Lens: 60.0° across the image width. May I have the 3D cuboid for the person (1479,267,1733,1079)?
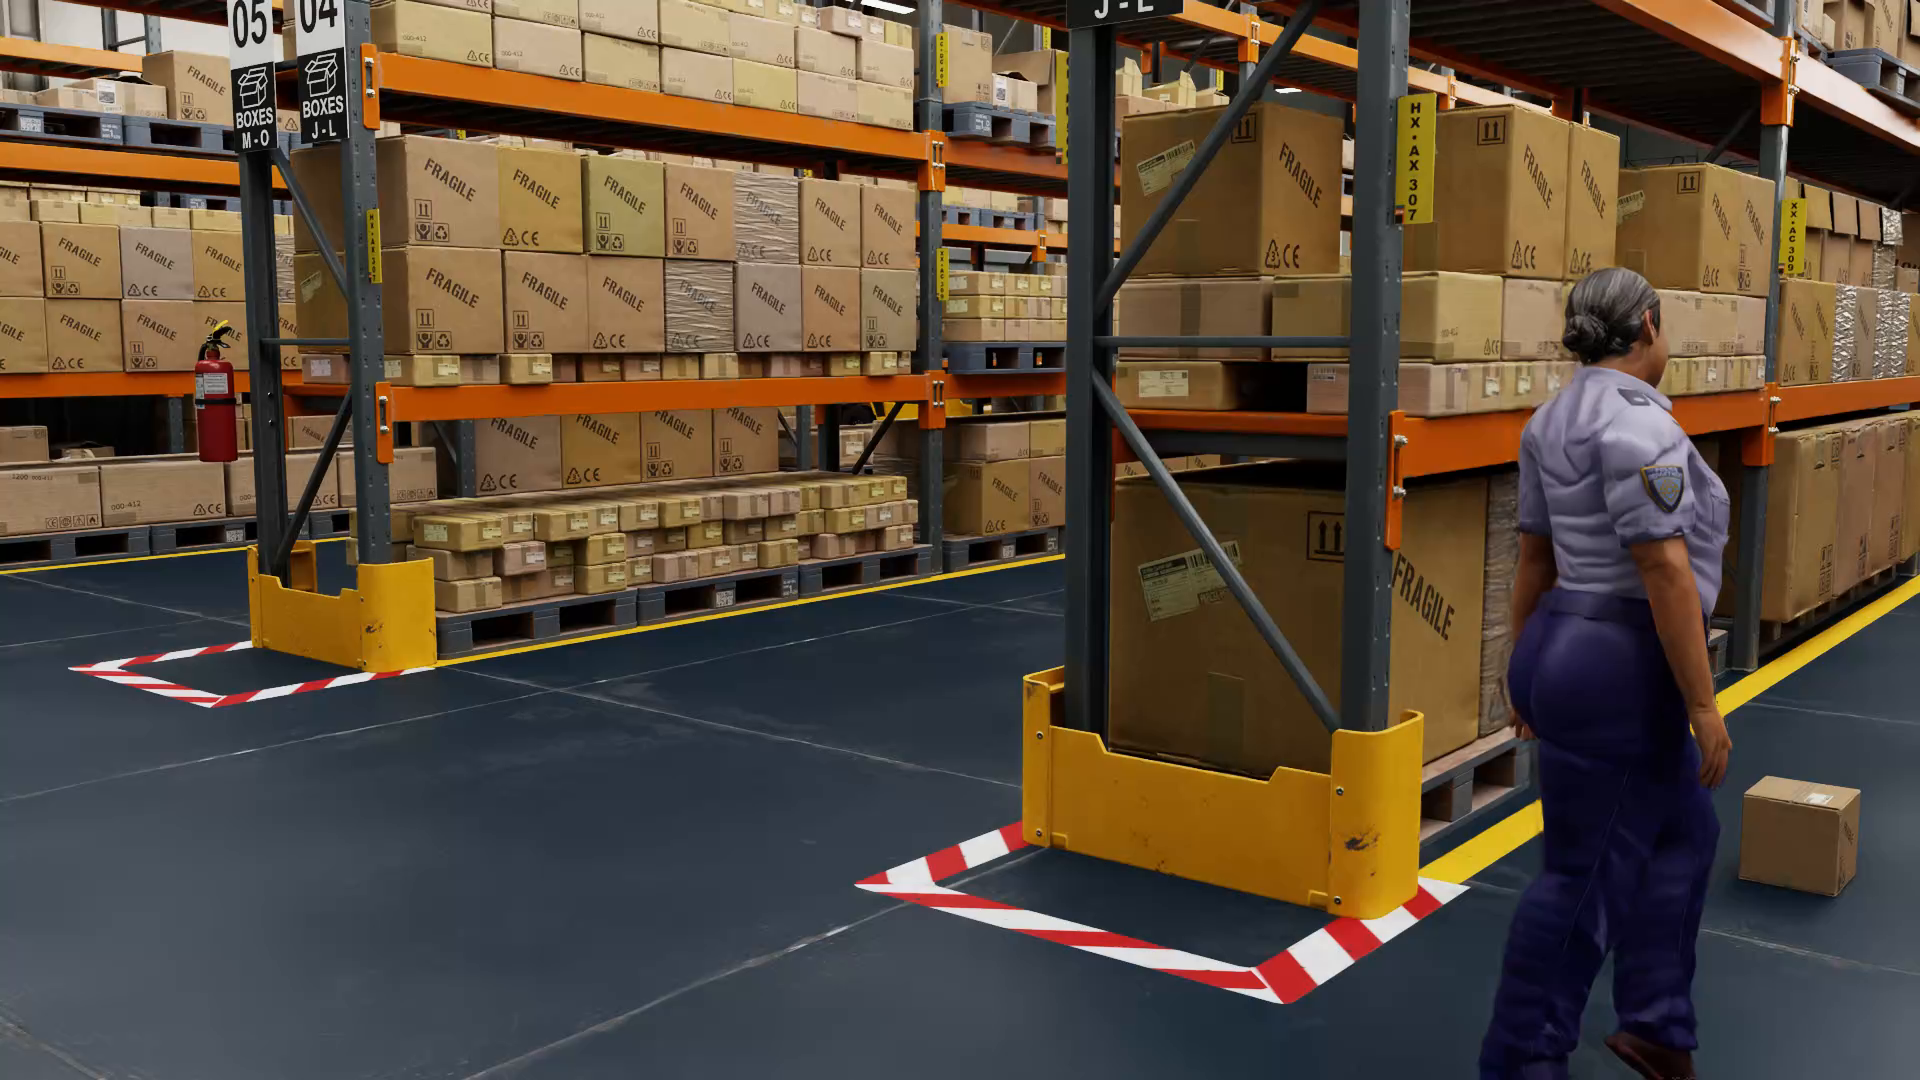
[{"bbox_3d":[1.257,0.336,3.216,0.557,1.713,0.565,0,7,1],"label":"person"}]
